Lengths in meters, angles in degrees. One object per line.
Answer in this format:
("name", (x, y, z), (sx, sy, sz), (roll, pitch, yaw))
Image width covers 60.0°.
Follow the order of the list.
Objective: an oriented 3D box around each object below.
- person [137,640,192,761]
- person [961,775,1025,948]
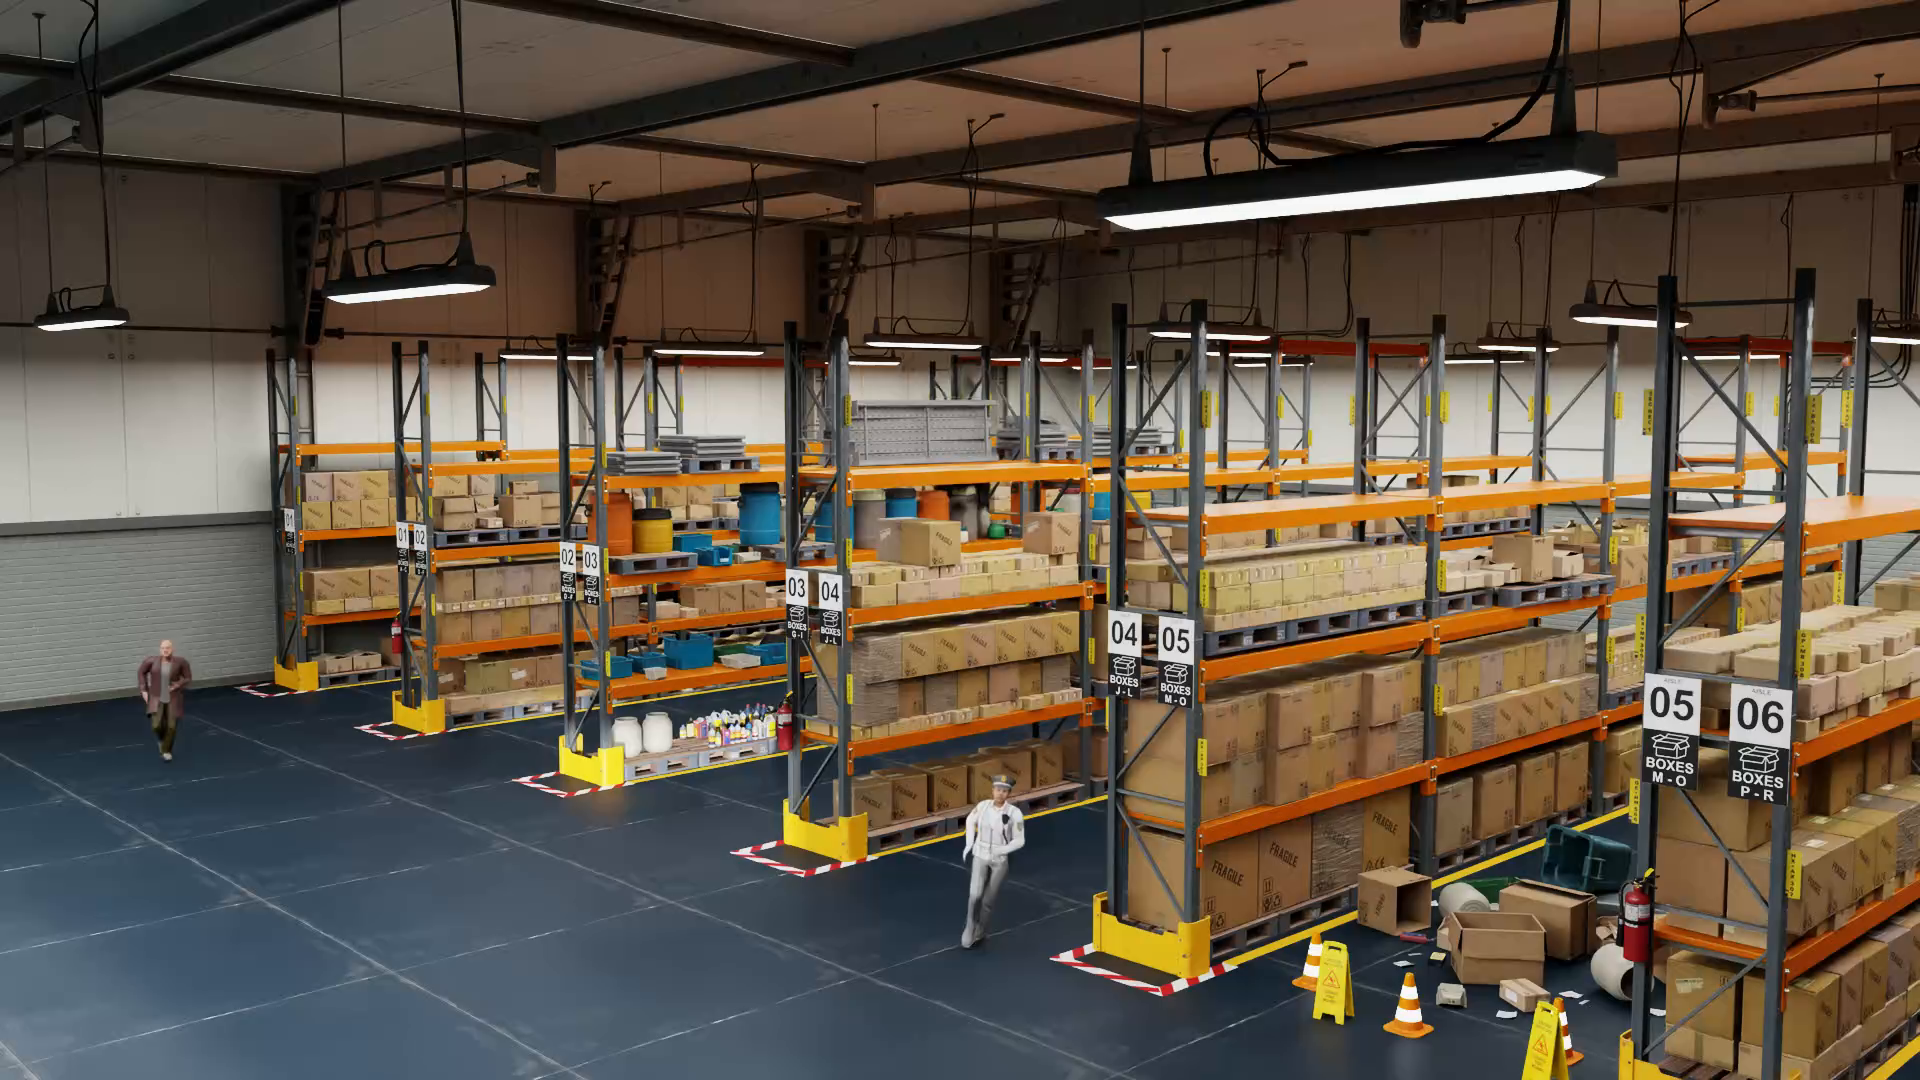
("person", (-11.202, 2.272, 23.437), (0.703, 1.730, 0.673), (-2, 5, -22))
("person", (0.305, 2.988, 15.499), (0.602, 1.627, 0.606), (1, 5, 10))
